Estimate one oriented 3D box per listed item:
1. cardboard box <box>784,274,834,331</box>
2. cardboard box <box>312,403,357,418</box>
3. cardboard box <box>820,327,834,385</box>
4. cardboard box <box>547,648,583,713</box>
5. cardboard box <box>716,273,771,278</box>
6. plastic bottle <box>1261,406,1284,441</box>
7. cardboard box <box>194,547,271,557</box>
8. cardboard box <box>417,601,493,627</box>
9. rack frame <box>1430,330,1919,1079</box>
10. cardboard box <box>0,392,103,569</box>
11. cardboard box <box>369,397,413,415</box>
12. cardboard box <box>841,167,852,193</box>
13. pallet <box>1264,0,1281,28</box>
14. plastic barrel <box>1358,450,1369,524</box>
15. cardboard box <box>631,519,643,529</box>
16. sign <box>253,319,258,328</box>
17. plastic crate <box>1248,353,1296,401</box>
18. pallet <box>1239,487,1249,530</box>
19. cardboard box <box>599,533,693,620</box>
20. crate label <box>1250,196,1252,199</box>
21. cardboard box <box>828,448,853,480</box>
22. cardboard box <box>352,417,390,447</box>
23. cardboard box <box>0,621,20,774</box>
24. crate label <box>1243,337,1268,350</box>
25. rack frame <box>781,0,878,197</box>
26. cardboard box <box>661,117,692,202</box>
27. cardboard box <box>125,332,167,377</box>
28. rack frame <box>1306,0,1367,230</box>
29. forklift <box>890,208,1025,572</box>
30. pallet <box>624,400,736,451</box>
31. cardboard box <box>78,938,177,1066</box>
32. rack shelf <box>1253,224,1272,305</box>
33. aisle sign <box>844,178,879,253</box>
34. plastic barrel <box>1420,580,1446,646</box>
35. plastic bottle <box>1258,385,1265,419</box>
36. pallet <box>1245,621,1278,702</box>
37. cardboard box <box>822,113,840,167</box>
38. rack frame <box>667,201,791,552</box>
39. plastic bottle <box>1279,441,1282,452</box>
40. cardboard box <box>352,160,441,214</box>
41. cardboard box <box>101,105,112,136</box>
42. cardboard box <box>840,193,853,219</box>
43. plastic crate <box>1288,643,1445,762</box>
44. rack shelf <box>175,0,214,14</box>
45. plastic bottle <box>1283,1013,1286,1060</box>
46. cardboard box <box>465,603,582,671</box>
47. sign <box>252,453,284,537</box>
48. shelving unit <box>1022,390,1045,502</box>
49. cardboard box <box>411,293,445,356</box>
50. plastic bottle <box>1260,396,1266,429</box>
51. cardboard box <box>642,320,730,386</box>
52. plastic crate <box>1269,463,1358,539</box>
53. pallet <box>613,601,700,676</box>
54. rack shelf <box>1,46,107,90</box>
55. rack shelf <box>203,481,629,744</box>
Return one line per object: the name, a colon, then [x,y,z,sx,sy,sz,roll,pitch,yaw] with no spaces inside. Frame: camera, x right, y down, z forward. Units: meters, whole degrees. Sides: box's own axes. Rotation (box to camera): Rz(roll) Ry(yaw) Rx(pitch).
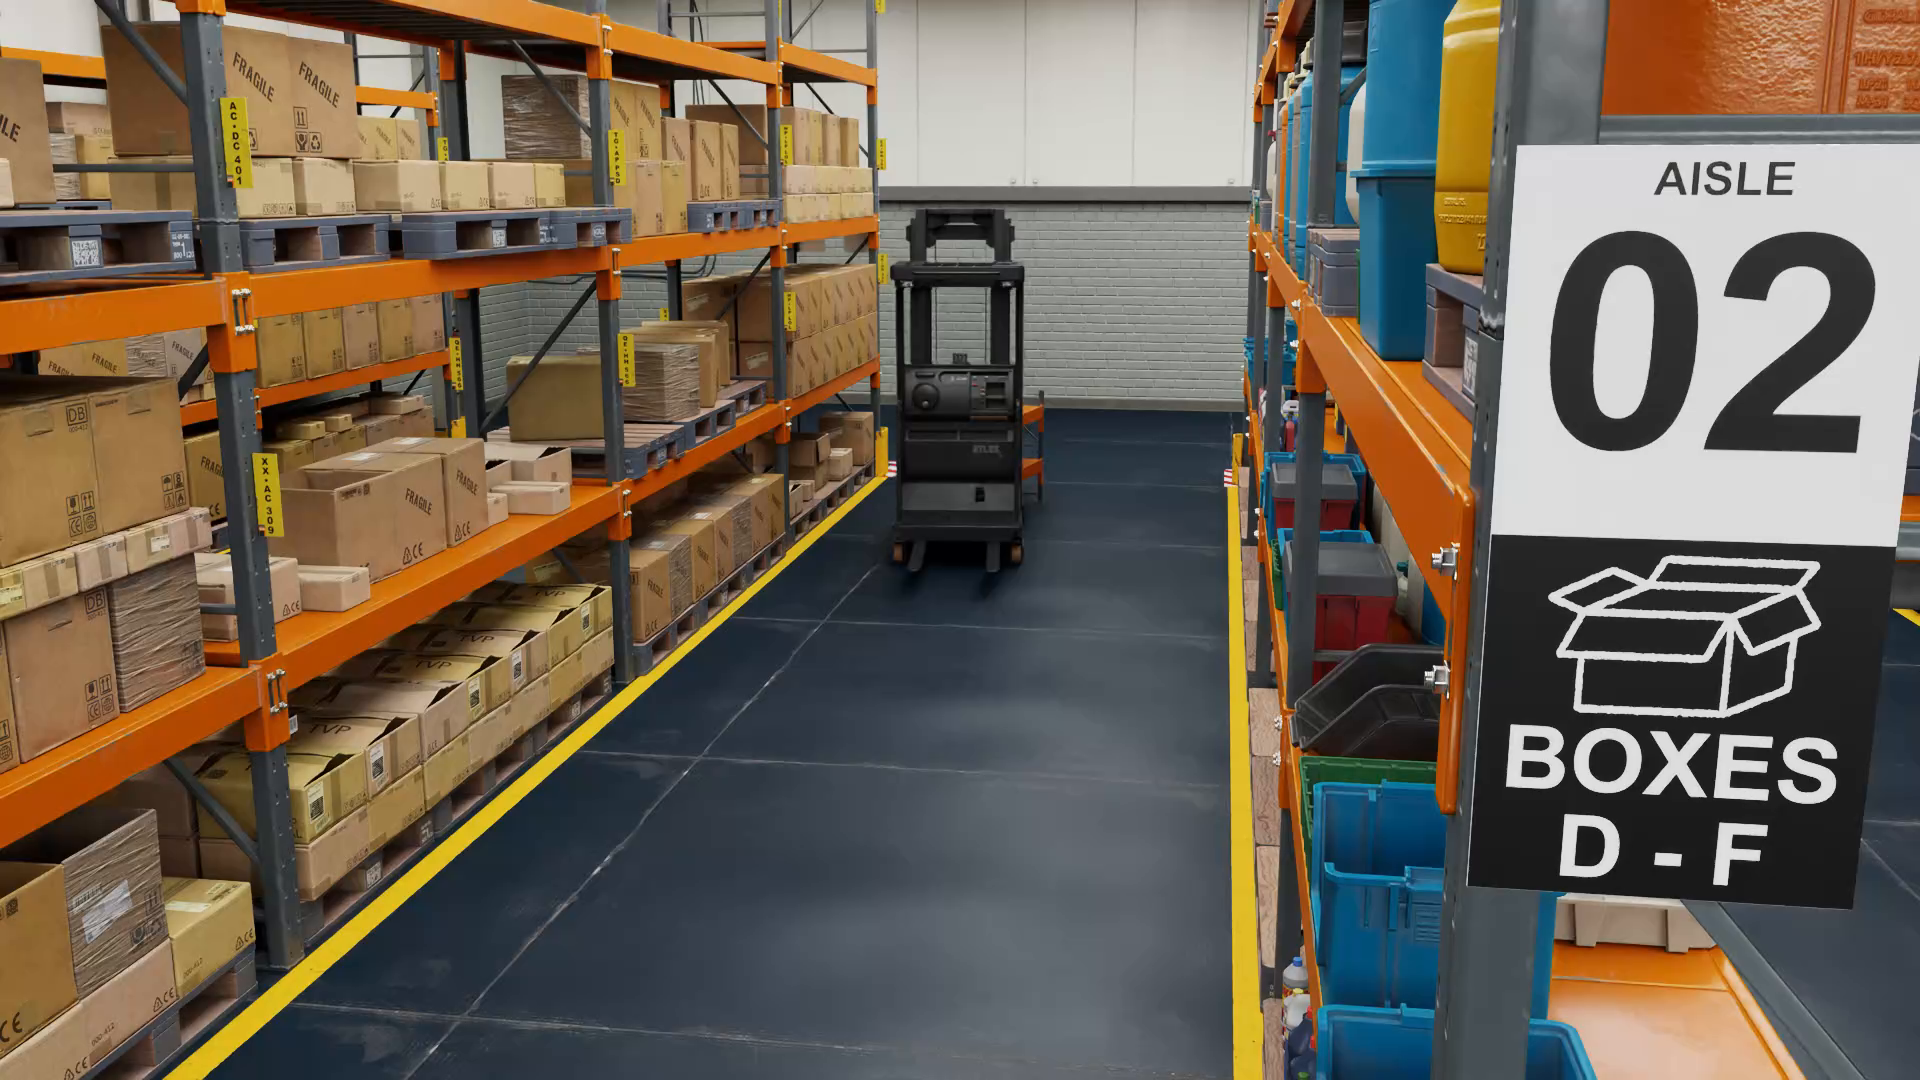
cardboard box: [-1.486,-2.235,15.635,0.500,0.500,0.500,2,12,7]
cardboard box: [-6.617,-1.360,17.582,0.380,0.149,0.250,2,12,9]
cardboard box: [-1.493,-1.751,15.762,0.500,0.500,0.500,2,12,8]
cardboard box: [-2.526,0.802,9.682,0.500,0.250,0.500,2,12,8]
cardboard box: [-2.020,-2.257,15.737,0.500,0.500,0.500,2,12,9]
plastic bottle: [2.273,-0.847,12.100,0.152,0.276,0.135,2,12,9]
cardboard box: [-3.272,0.148,7.507,0.396,0.266,0.258,2,12,7]
cardboard box: [-3.054,0.512,9.695,0.500,0.311,0.500,2,12,7]
rack frame: [1.053,1.265,2.004,1.000,3.000,0.127,2,12,9]
cardboard box: [-3.364,-0.214,5.551,0.700,0.500,0.500,2,12,9]
cardboard box: [-6.163,-1.452,18.009,0.380,0.149,0.250,2,12,10]
cardboard box: [-1.364,-3.541,16.354,0.500,0.250,0.500,2,12,9]
pallet: [2.425,-3.194,9.853,1.213,0.211,1.003,2,12,9]
plastic barrel: [2.511,-0.360,9.223,0.600,0.536,0.708,2,12,9]
cardboard box: [-2.619,0.135,12.135,0.500,0.500,0.500,1,12,7]
sign: [-6.353,-2.066,14.899,0.100,0.325,0.005,2,12,9]
plastic crate: [2.633,-1.363,14.093,0.392,0.384,0.575,2,12,9]
pallet: [3.159,-0.279,15.787,1.003,0.211,1.213,2,12,9]
cardboard box: [-2.183,0.251,11.600,0.500,0.500,0.500,1,12,7]
crate label: [3.053,-3.278,16.316,0.408,0.251,0.502,2,12,9]
cardboard box: [-1.396,-0.780,16.975,0.500,0.250,0.500,2,12,9]
cardboard box: [-6.438,-1.012,17.507,0.700,0.500,0.500,1,12,7]
cardboard box: [-3.443,0.529,5.181,0.700,0.500,0.500,2,12,9]
crate label: [3.150,-1.972,17.281,0.416,0.233,0.303,2,12,9]
rack frame: [-1.380,-5.160,17.575,1.000,3.000,0.127,2,12,9]
cardboard box: [-2.348,-2.783,12.198,0.600,0.600,0.600,1,12,6]
cardboard box: [-6.867,-1.443,13.578,0.500,0.500,0.500,2,12,9]
rack frame: [1.668,-2.500,5.235,1.000,3.000,0.127,2,12,9]
forklift: [-0.010,-1.295,14.044,1.130,2.935,3.031,0,12,2]
pallet: [-2.316,-0.873,12.379,1.003,0.211,1.213,2,12,9]
cardboard box: [-3.168,1.617,5.899,0.500,0.250,0.500,2,12,9]
rack shelf: [2.591,-1.931,11.423,1.077,0.370,4.000,2,12,9]
aisle sign: [-1.067,-3.502,17.953,0.394,0.787,0.004,2,12,9]
plastic barrel: [2.027,0.117,6.142,0.600,0.901,0.708,2,12,9]
plastic bottle: [2.400,-1.086,13.188,0.061,0.283,0.133,2,12,9]
pallet: [2.363,0.797,10.793,1.003,0.211,1.213,2,12,9]
cardboard box: [-1.575,-3.915,16.307,0.700,0.500,0.500,2,12,9]
rack frame: [-1.995,-1.394,14.343,1.000,3.000,0.127,2,12,9]
plastic bottle: [2.025,-0.548,10.719,0.097,0.271,0.097,0,12,0]
cardboard box: [-2.871,-1.723,8.109,0.500,0.250,0.500,1,12,4]
cardboard box: [-7.156,-3.472,13.802,0.500,0.250,0.500,3,12,13]
cardboard box: [-1.350,-3.296,16.405,0.500,0.250,0.500,2,12,9]
plastic crate: [1.462,0.567,5.387,0.767,0.338,0.504,2,12,9]
rack shelf: [-3.533,-1.698,4.170,1.077,0.370,4.000,2,12,9]
plastic bottle: [1.155,1.680,5.678,0.097,0.201,0.097,0,12,0]
cardboard box: [-2.521,0.528,9.620,0.500,0.311,0.500,2,12,8]
sign: [-2.677,-0.173,6.434,0.100,0.325,0.005,2,12,9]
shelving unit: [0.417,-0.855,16.289,0.538,1.125,1.048,5,13,20]
cardboard box: [-6.344,-2.427,18.422,0.980,0.700,0.700,2,12,11]
plastic bottle: [2.284,-0.929,12.459,0.061,0.283,0.133,2,12,9]
cardboard box: [-2.289,-1.557,13.865,0.700,0.500,0.500,-2,12,-10]
plastic crate: [1.732,-0.105,8.210,0.402,0.464,0.583,2,12,9]
pallet: [-2.458,0.647,11.489,1.003,0.211,1.213,2,12,9]
rack shelf: [-7.198,-3.523,12.638,1.077,0.370,4.000,2,12,9]
rack shelf: [-2.918,0.206,8.623,1.077,0.370,4.000,2,12,9]
